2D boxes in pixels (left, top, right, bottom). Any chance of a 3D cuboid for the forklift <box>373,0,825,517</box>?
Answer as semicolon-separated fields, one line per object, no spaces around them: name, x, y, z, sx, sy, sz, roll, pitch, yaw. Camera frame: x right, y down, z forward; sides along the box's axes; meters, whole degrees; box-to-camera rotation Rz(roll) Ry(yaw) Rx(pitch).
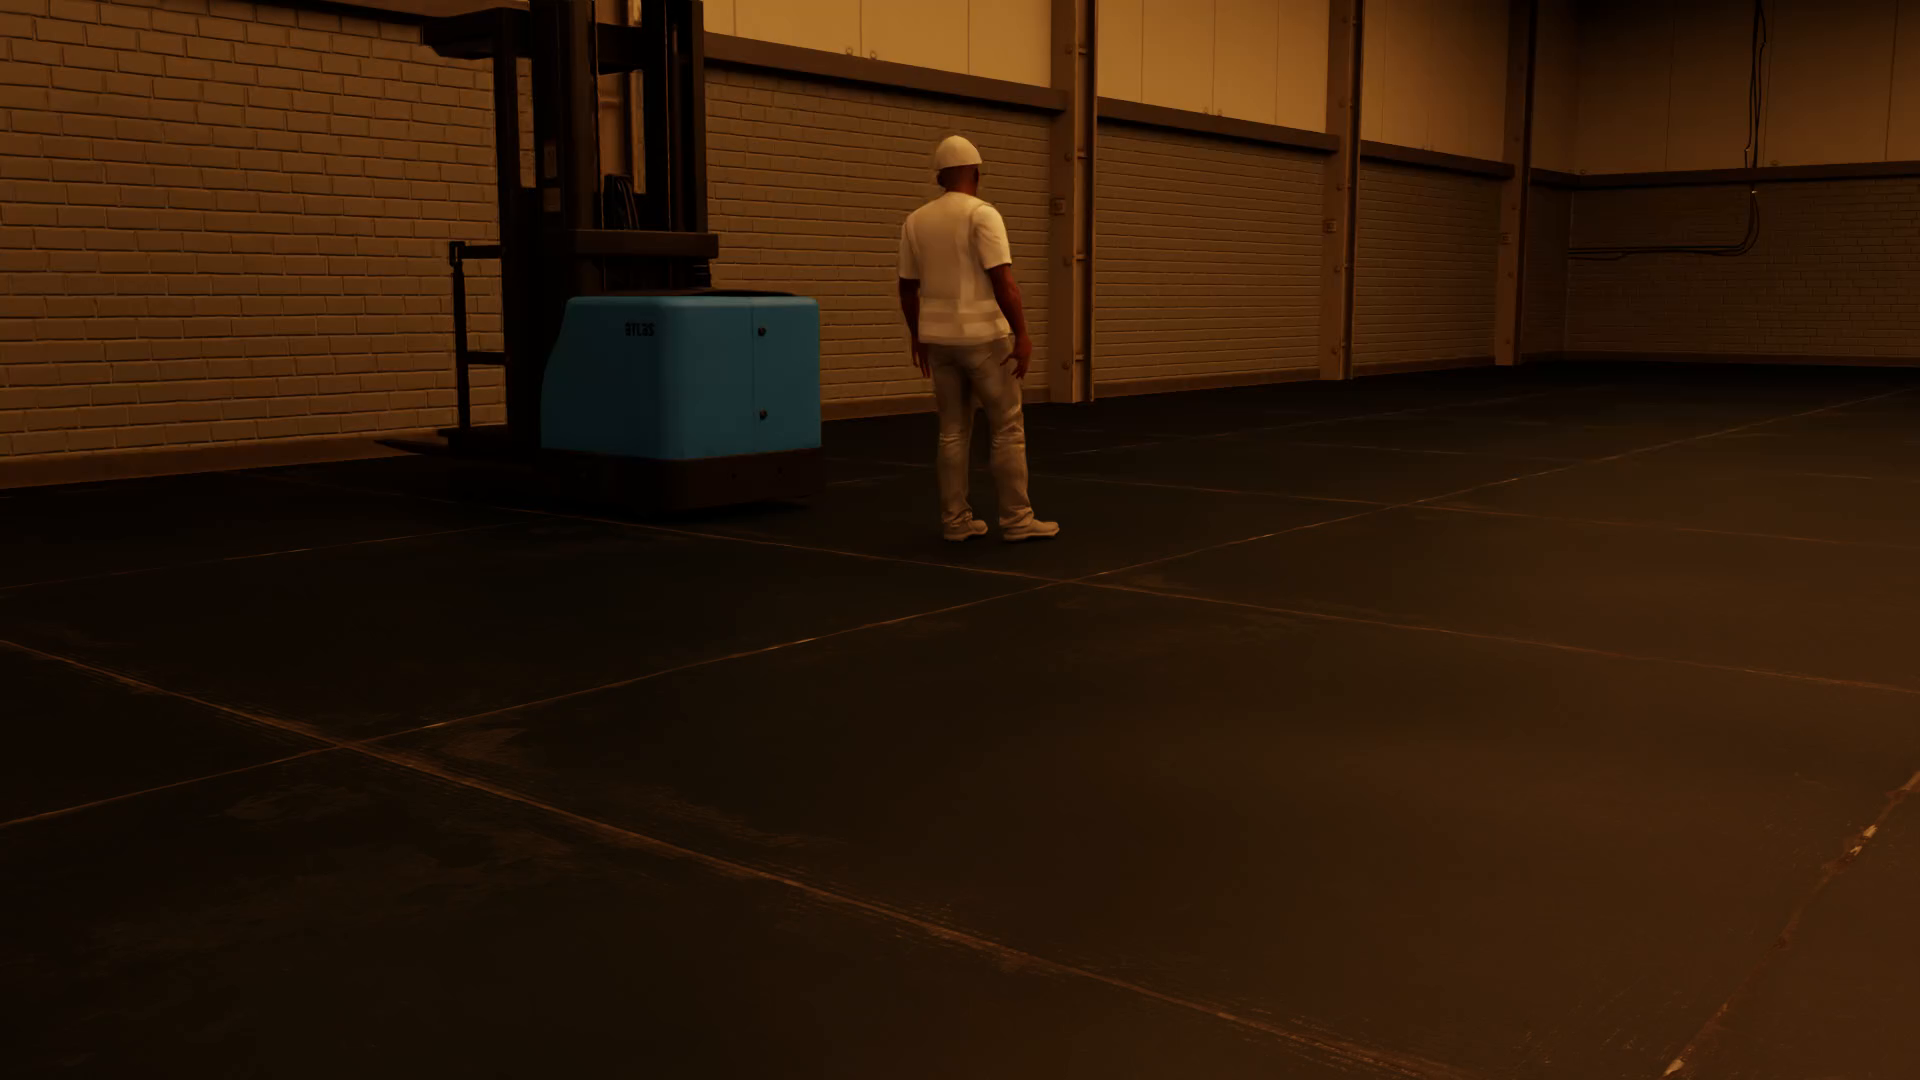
forklift;-2.139;-1.713;8.985;3.031;2.935;1.130;7;11;41

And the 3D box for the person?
person;0.068;-0.884;7.381;0.703;1.763;0.554;7;11;38
